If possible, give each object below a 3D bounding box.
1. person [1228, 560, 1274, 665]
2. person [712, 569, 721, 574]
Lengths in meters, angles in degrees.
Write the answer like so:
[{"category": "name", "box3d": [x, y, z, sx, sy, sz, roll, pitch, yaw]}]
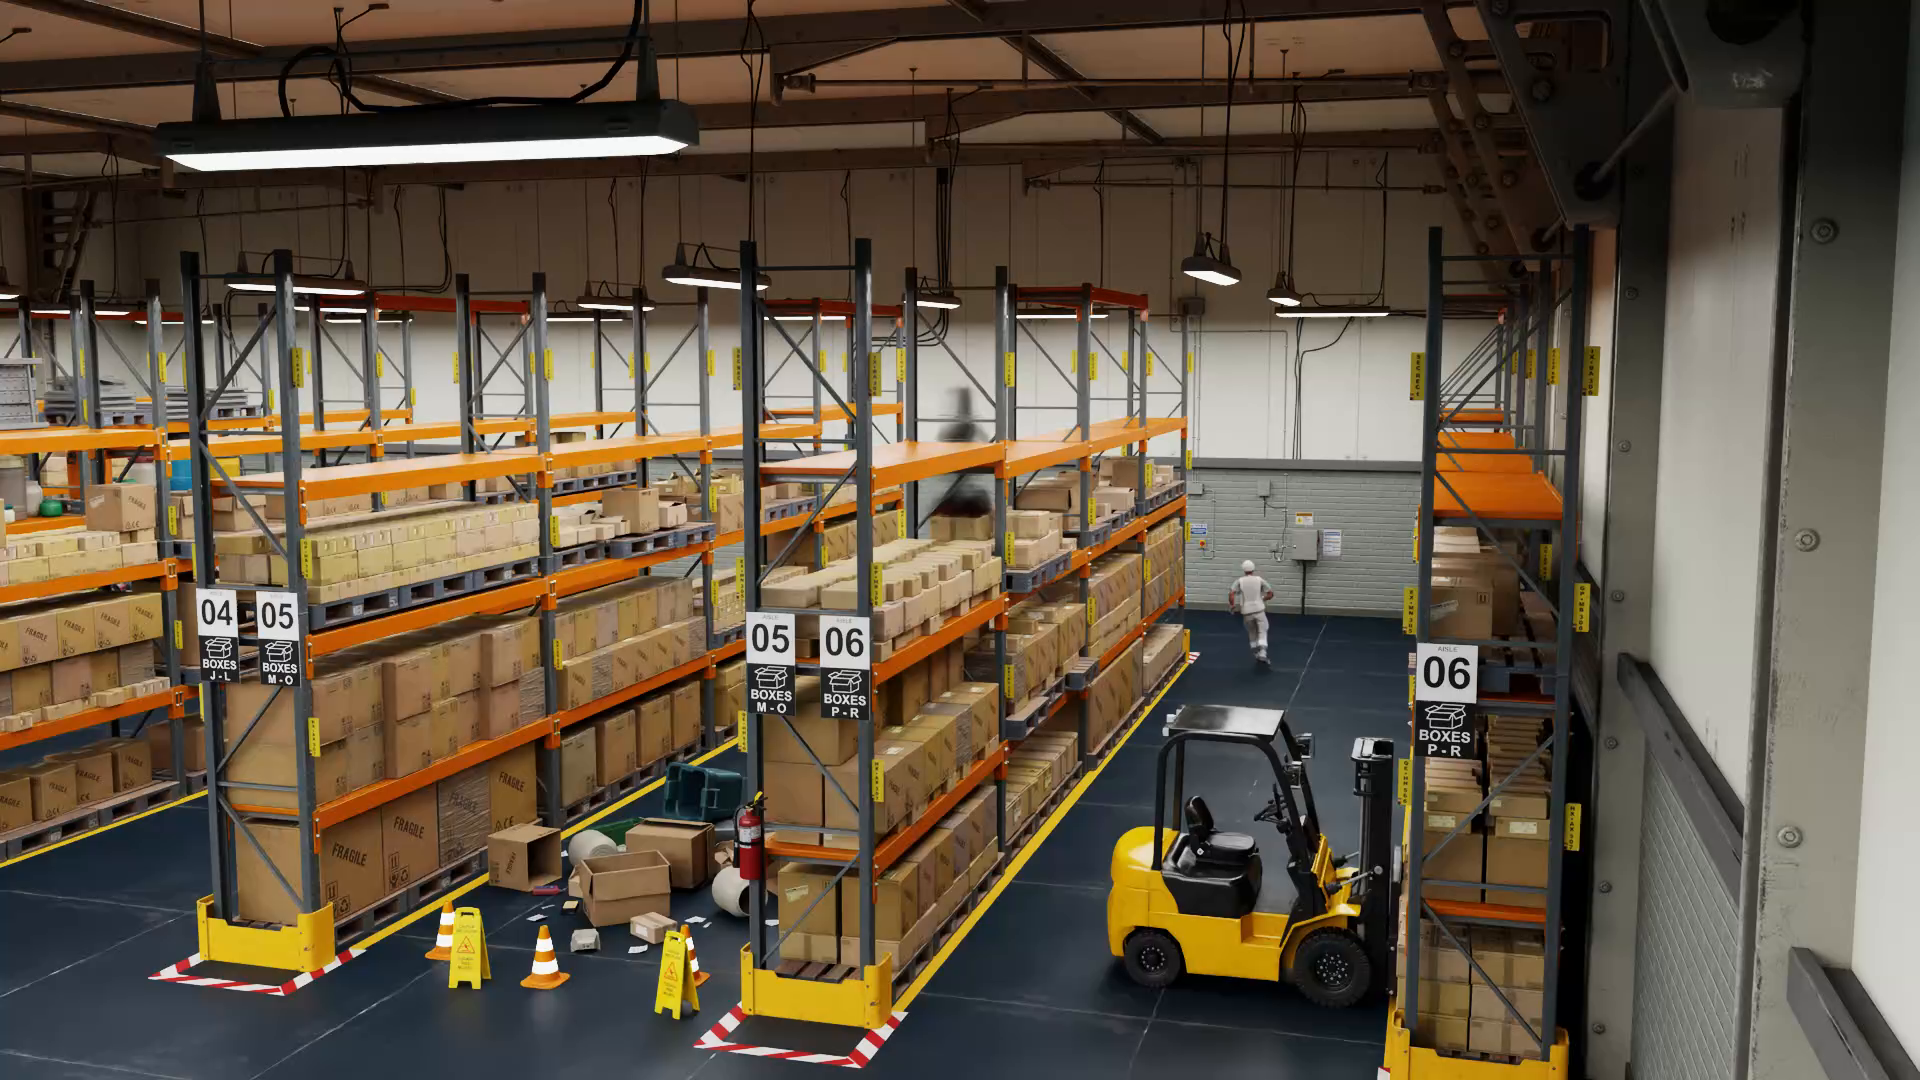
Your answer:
[{"category": "person", "box3d": [4.833, 1.202, 27.552, 0.718, 1.770, 0.896, 2, 7, 16]}, {"category": "person", "box3d": [-3.914, 1.303, 26.963, 0.693, 1.704, 0.847, 1, 6, 7]}]
